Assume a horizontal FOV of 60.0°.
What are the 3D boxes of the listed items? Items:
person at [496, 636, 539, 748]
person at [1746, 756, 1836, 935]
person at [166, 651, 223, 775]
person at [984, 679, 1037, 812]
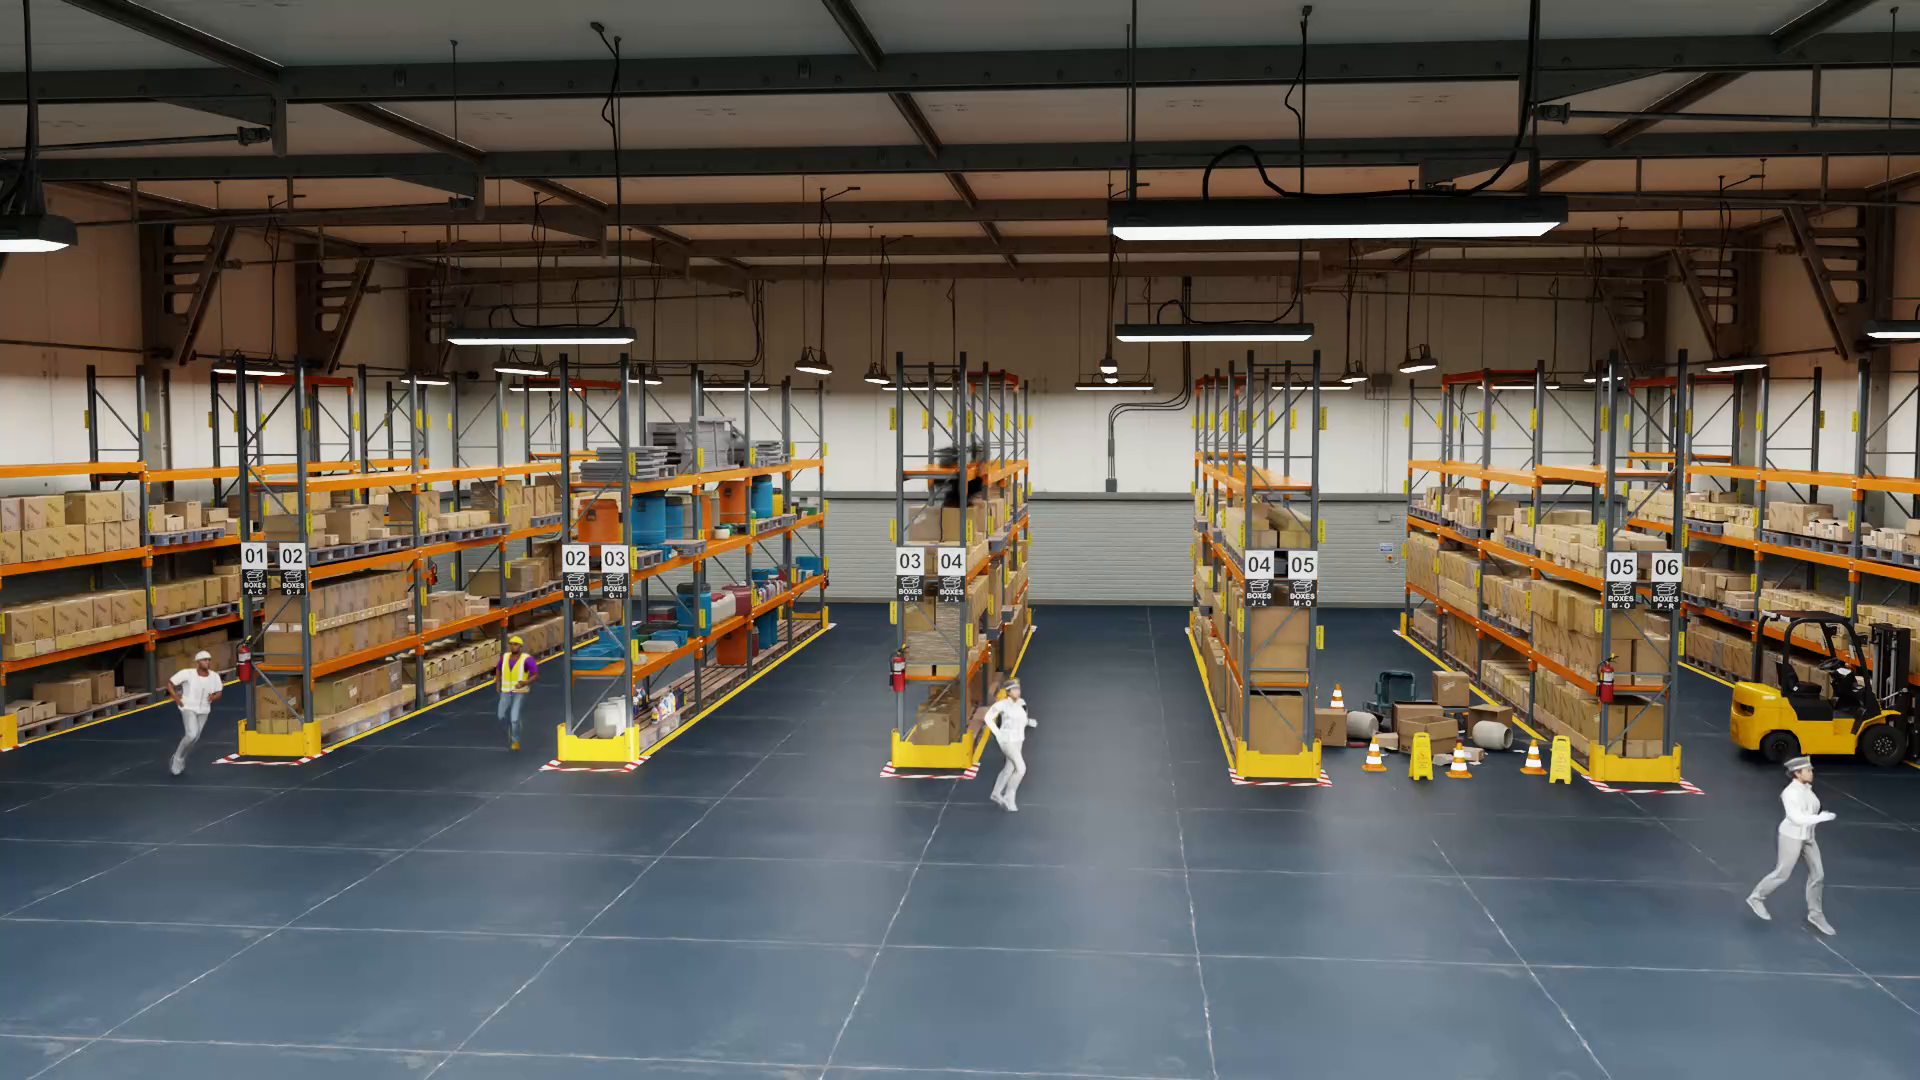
[{"bbox_3d":[-6.825,2.328,25.528,0.732,1.720,0.568,1,4,10],"label":"person"},{"bbox_3d":[8.234,2.979,16.445,0.612,1.748,0.805,-4,5,-41],"label":"person"},{"bbox_3d":[-10.954,2.458,23.825,0.638,1.741,0.744,3,5,37],"label":"person"},{"bbox_3d":[0.682,2.649,21.523,0.708,1.734,0.566,4,6,42],"label":"person"}]
